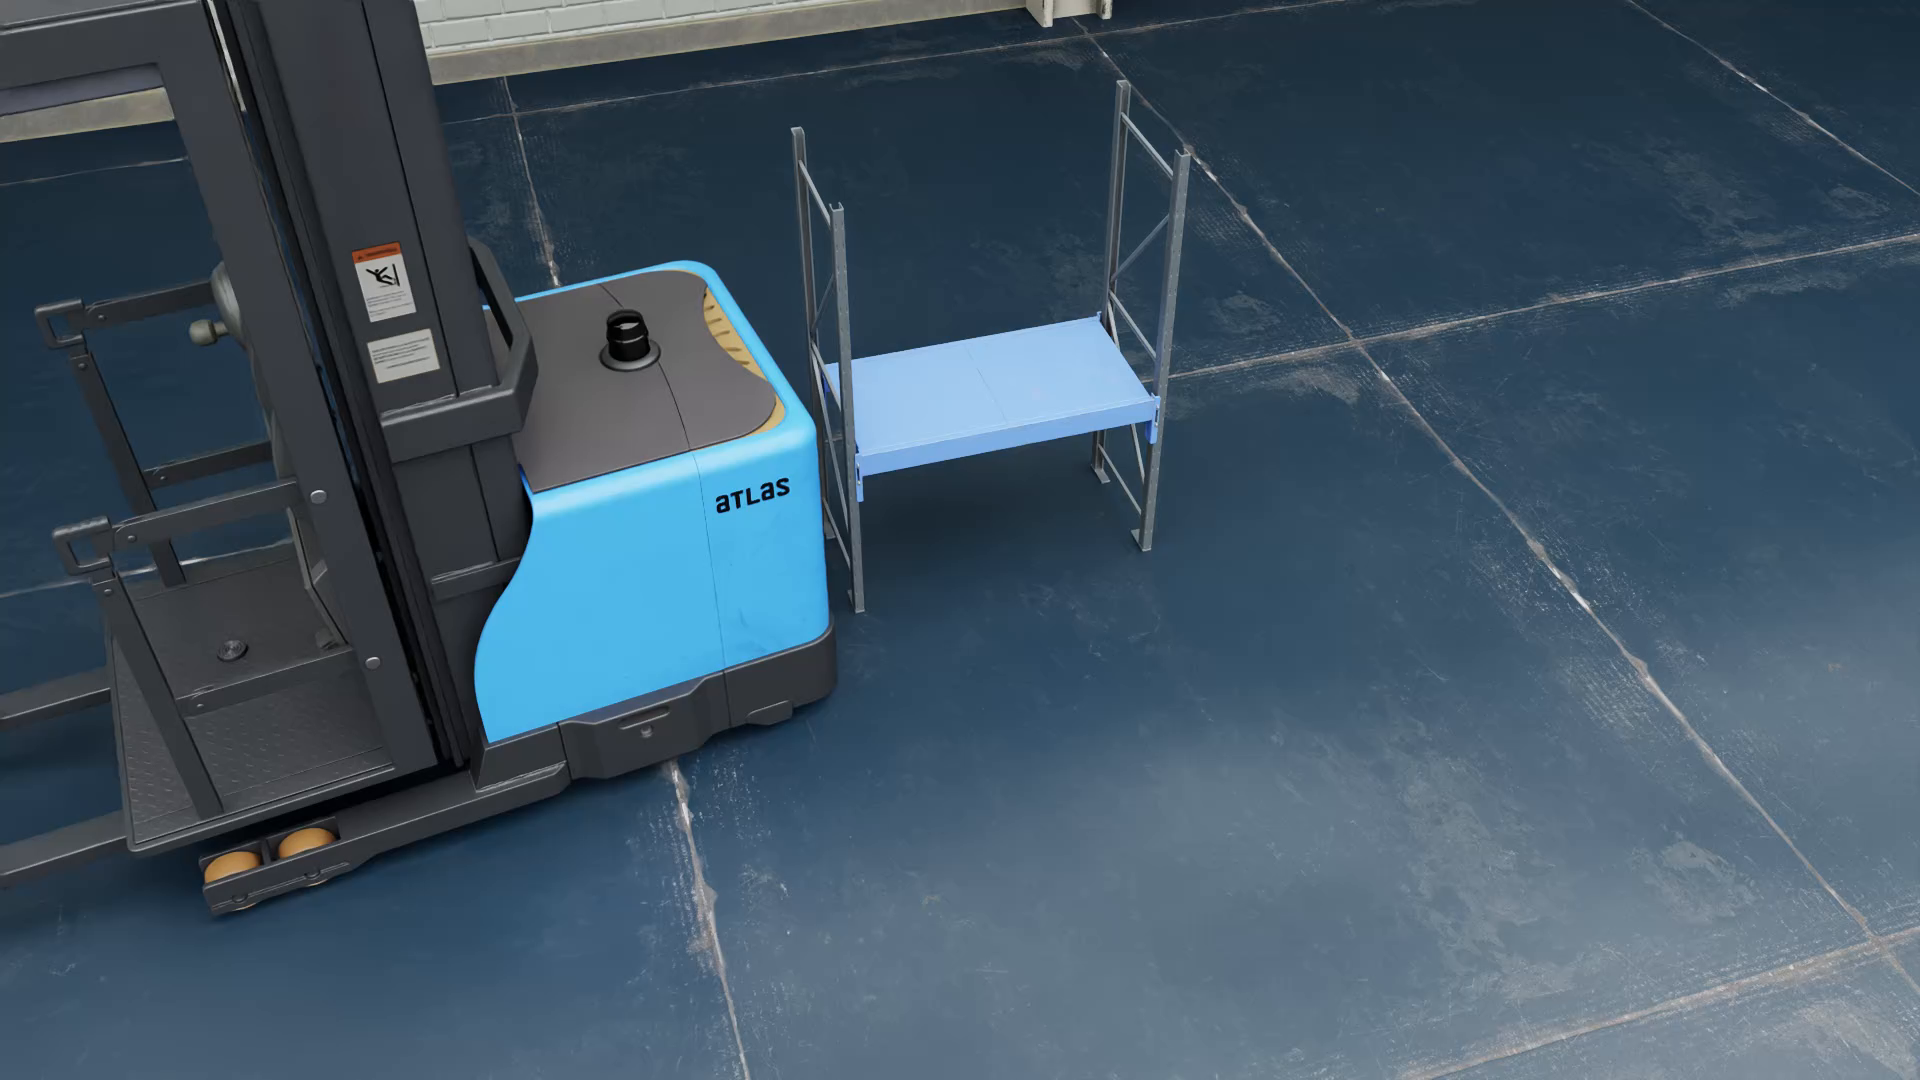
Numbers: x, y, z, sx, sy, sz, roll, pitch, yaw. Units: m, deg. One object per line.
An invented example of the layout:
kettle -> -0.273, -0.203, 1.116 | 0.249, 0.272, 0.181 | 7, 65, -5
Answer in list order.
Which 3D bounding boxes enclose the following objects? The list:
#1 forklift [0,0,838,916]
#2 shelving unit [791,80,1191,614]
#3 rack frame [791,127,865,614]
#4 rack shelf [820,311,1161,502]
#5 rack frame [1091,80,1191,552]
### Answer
forklift -> -1.938, -0.483, 4.075 | 3.031, 2.935, 1.130 | -17, 44, -18
shelving unit -> 0.081, -0.582, 5.276 | 1.048, 1.500, 0.538 | -12, 42, -13
rack frame -> -0.404, -0.481, 5.161 | 0.032, 1.500, 0.500 | -12, 42, -13
rack shelf -> 0.081, -0.446, 5.394 | 1.000, 0.185, 0.538 | -12, 42, -13
rack frame -> 0.566, -0.682, 5.391 | 0.032, 1.500, 0.500 | -12, 42, -13
